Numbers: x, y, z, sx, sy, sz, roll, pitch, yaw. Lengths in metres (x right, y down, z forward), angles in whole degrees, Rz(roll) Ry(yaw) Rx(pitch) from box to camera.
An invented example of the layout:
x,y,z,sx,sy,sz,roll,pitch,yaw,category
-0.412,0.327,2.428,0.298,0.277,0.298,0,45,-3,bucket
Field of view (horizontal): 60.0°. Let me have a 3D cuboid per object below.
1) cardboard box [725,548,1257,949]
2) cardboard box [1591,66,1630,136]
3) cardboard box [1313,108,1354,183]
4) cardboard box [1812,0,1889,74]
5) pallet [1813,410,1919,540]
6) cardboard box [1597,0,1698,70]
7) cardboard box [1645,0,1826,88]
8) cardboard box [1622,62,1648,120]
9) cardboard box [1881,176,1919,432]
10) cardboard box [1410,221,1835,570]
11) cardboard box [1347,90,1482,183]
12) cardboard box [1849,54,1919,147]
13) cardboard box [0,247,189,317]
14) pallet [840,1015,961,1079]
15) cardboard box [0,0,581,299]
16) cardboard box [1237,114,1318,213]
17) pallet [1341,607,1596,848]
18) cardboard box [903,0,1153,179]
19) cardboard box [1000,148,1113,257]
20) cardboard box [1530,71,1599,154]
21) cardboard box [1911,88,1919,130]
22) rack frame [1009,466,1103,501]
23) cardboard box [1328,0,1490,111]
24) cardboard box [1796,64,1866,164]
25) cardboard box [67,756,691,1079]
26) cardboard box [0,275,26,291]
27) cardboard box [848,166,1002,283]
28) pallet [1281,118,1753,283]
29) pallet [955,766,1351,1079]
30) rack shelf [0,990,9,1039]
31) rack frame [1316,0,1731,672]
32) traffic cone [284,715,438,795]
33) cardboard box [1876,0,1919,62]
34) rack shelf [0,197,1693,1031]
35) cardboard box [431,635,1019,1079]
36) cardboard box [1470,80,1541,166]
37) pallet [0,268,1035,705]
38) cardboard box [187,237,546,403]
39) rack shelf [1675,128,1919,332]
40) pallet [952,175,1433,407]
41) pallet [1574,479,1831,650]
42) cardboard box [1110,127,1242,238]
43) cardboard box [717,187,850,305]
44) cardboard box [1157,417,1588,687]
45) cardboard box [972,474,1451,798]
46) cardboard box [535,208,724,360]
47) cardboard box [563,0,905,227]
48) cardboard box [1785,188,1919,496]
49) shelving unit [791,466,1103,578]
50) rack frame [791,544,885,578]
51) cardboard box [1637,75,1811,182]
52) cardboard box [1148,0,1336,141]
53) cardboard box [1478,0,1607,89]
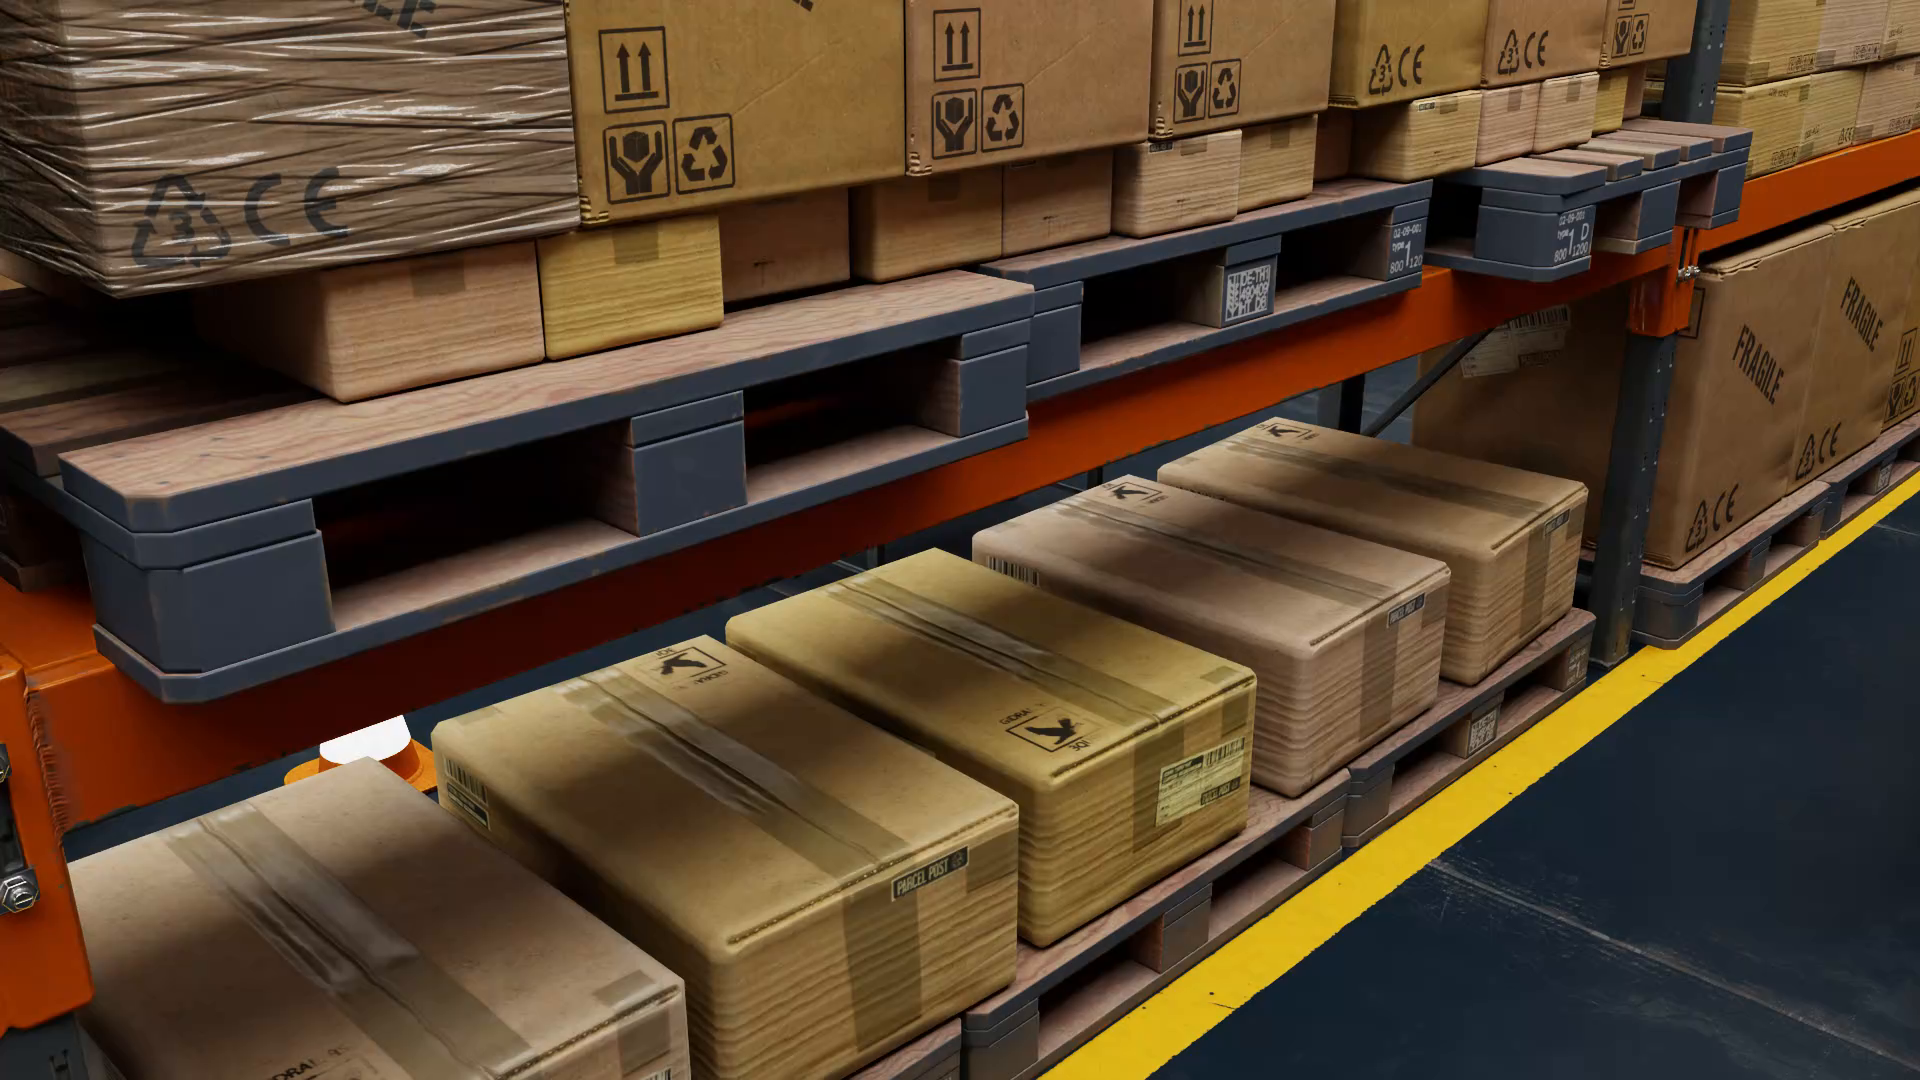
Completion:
x,y,z,sx,sy,sz,roll,pitch,yaw,category
0.045,0.383,3.475,0.625,0.372,0.950,-19,28,-40,cardboard box
1.293,-1.024,3.823,0.250,0.149,0.380,-20,28,-41,cardboard box
0.521,-0.778,3.183,0.380,0.149,0.250,20,28,41,cardboard box
2.380,-1.540,4.913,0.500,0.250,0.500,-19,28,-41,cardboard box
2.944,-0.370,6.243,1.003,0.211,1.213,19,28,41,pallet
1.371,-1.371,3.821,0.500,0.500,0.500,18,28,39,cardboard box
2.019,-1.408,4.568,0.500,0.250,0.500,19,28,40,cardboard box
1.428,-1.111,4.050,0.250,0.149,0.380,-19,28,-40,cardboard box
3.279,-0.995,6.358,0.875,0.875,0.875,-19,28,-40,cardboard box
2.030,-0.537,5.166,0.875,0.875,0.875,19,28,40,cardboard box
0.786,-0.811,3.269,0.250,0.149,0.380,-20,28,-41,cardboard box
2.726,-1.438,5.345,0.500,0.250,0.500,-19,28,-40,cardboard box
-1.141,-0.428,2.271,0.250,0.149,0.380,-20,28,-41,cardboard box
-0.760,0.954,2.799,1.003,0.211,1.213,19,28,41,pallet
-0.769,-0.578,1.758,0.500,0.500,0.500,-19,28,-41,cardboard box
0.404,-0.693,2.962,0.380,0.149,0.250,18,27,39,cardboard box
0.942,0.326,4.431,1.003,0.211,1.213,19,28,41,pallet
-0.066,-0.830,2.415,0.500,0.500,0.500,19,28,40,cardboard box
0.017,-0.562,2.621,0.380,0.149,0.250,20,28,41,cardboard box
1.150,-0.948,3.626,0.380,0.149,0.250,19,28,40,cardboard box
3.068,-1.566,5.677,0.500,0.250,0.500,19,28,41,cardboard box
0.295,-0.809,5.588,0.500,1.500,0.032,19,28,41,rack frame
0.667,-1.105,3.130,0.500,0.500,0.500,17,27,37,cardboard box
2.356,-1.305,4.998,0.500,0.250,0.500,18,28,39,cardboard box
-0.938,0.748,2.526,0.950,0.372,0.625,20,29,41,cardboard box
-3.875,-0.935,6.378,1.050,0.750,0.750,19,28,41,cardboard box
-0.157,-0.499,2.456,0.250,0.149,0.380,-20,28,-41,cardboard box
1.068,-0.876,3.941,1.213,0.211,1.003,19,28,41,pallet
0.091,0.638,3.619,1.003,0.211,1.213,19,28,41,pallet
-2.697,0.702,0.569,1.077,0.370,4.000,19,28,41,rack shelf
1.489,-1.176,4.453,1.000,3.000,0.127,19,28,41,rack frame
-1.440,0.367,3.973,0.336,0.463,0.334,19,28,41,traffic cone
2.737,-1.665,5.238,0.500,0.250,0.500,19,28,40,cardboard box
0.093,-0.326,3.244,1.077,0.370,4.000,19,28,41,rack shelf
-0.439,0.562,3.009,0.625,0.372,0.950,-18,27,-39,cardboard box
0.968,-0.886,3.463,0.380,0.149,0.250,18,27,38,cardboard box
-0.664,-0.218,2.228,1.003,0.211,1.213,19,28,41,pallet
-0.690,-0.289,1.911,0.250,0.149,0.380,-20,28,-41,cardboard box
2.884,-1.354,5.919,1.077,0.370,4.000,19,28,41,rack shelf
0.137,-0.567,3.136,1.003,0.211,1.213,19,28,41,pallet
2.093,-0.058,5.431,1.003,0.211,1.213,19,28,41,pallet
0.239,-0.617,2.765,0.250,0.149,0.380,-19,28,-40,cardboard box
-0.366,-0.443,2.312,0.250,0.149,0.380,-18,27,-39,cardboard box
1.087,-0.002,4.477,0.950,0.372,0.625,17,27,37,cardboard box
0.578,0.189,3.979,0.950,0.372,0.625,19,28,40,cardboard box
-0.509,-0.351,2.072,0.250,0.149,0.380,-19,28,-41,cardboard box
-0.420,-0.707,2.093,0.500,0.500,0.500,19,28,41,cardboard box
2.655,-0.765,5.760,0.875,0.875,0.875,20,29,41,cardboard box
-0.059,-0.678,5.248,0.538,1.500,1.048,19,28,41,shelving unit
-0.414,-0.547,4.908,0.500,1.500,0.032,19,28,41,rack frame
2.010,-1.169,4.643,0.500,0.250,0.500,19,28,40,cardboard box
0.285,-0.965,2.765,0.500,0.500,0.500,18,27,39,cardboard box
1.018,-1.235,3.468,0.500,0.500,0.500,19,28,40,cardboard box
